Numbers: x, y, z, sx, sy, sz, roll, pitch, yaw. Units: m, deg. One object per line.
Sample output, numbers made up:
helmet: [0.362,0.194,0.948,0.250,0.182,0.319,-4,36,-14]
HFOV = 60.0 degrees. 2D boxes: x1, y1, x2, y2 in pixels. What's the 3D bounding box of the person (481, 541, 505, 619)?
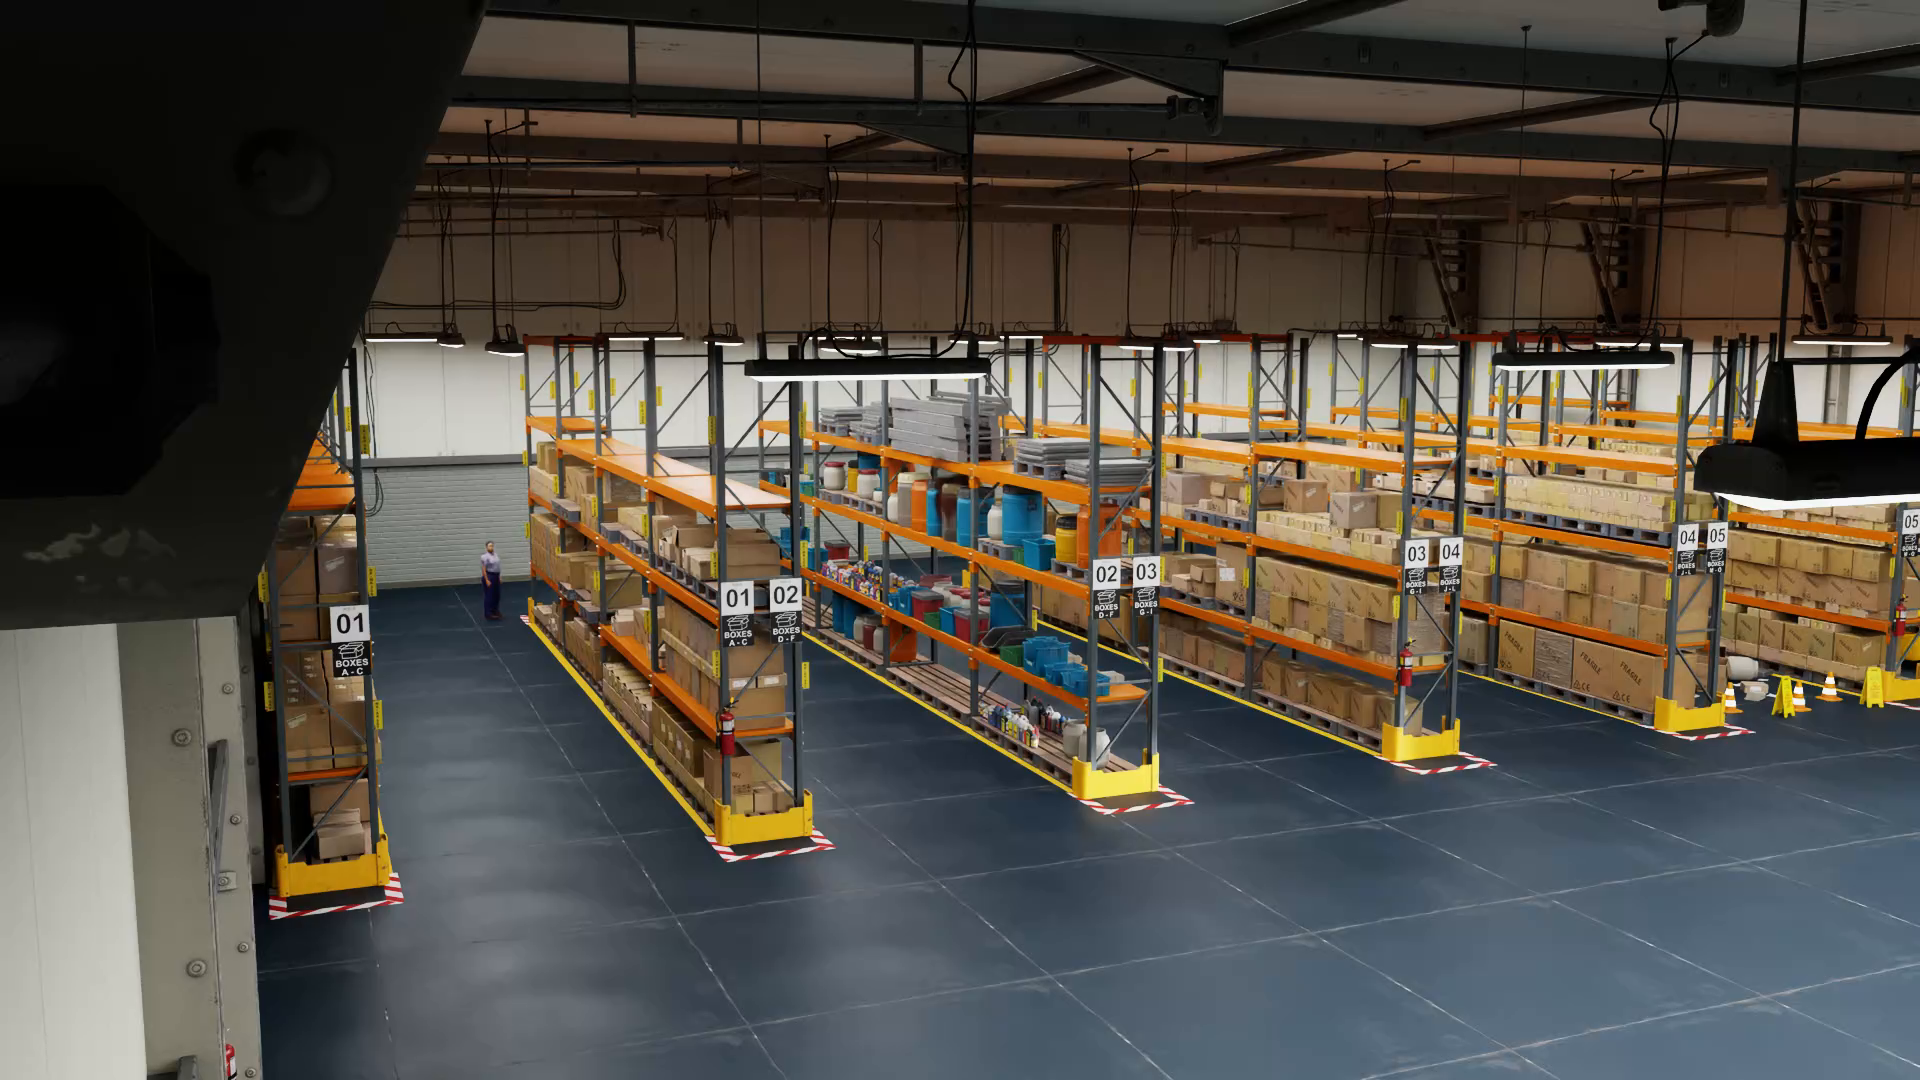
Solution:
person: [-9.907,0.847,35.221,0.367,1.677,0.498,1,8,10]
